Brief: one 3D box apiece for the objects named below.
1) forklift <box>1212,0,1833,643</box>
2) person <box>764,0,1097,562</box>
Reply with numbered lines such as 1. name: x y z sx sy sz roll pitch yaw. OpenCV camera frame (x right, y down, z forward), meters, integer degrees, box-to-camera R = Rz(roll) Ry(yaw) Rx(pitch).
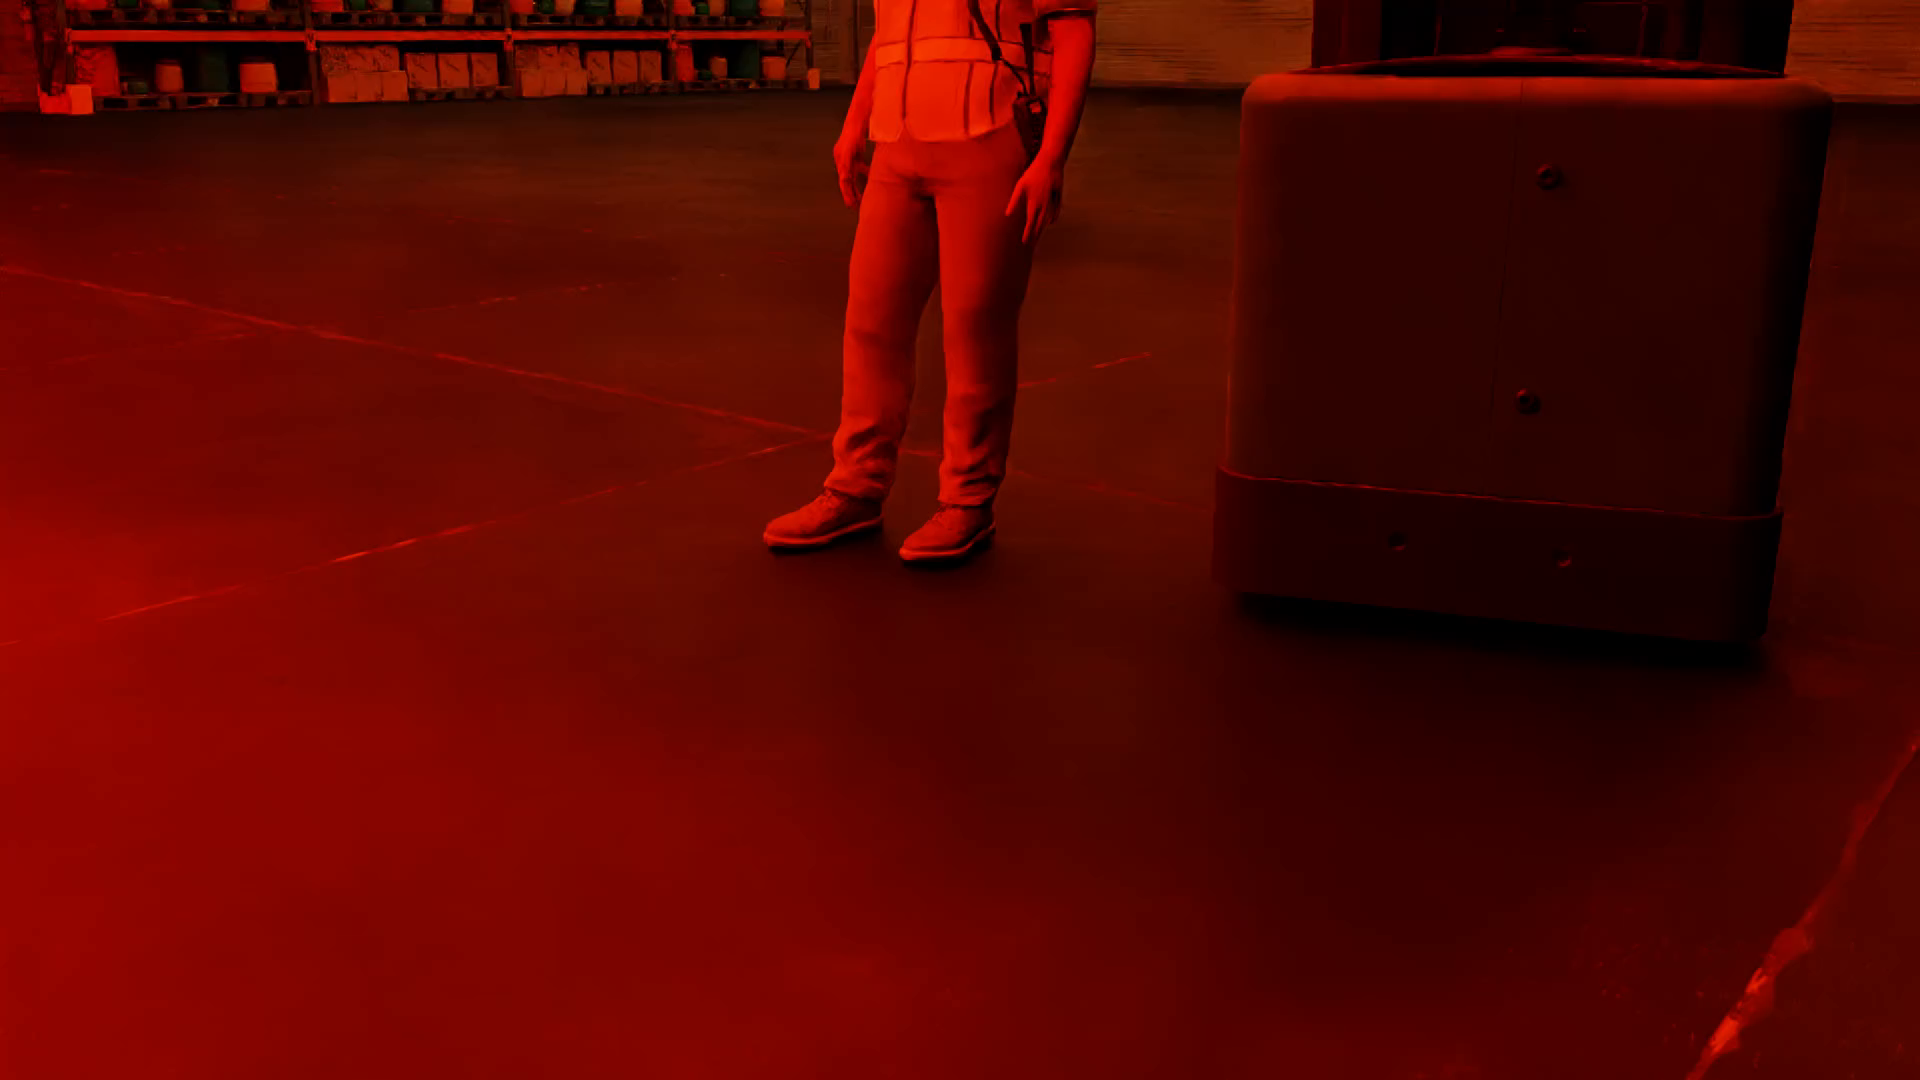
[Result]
1. forklift: 1.493 -1.600 4.167 1.130 2.935 3.031 6 18 19
2. person: -0.059 -0.845 3.631 0.640 1.781 0.574 13 21 37
